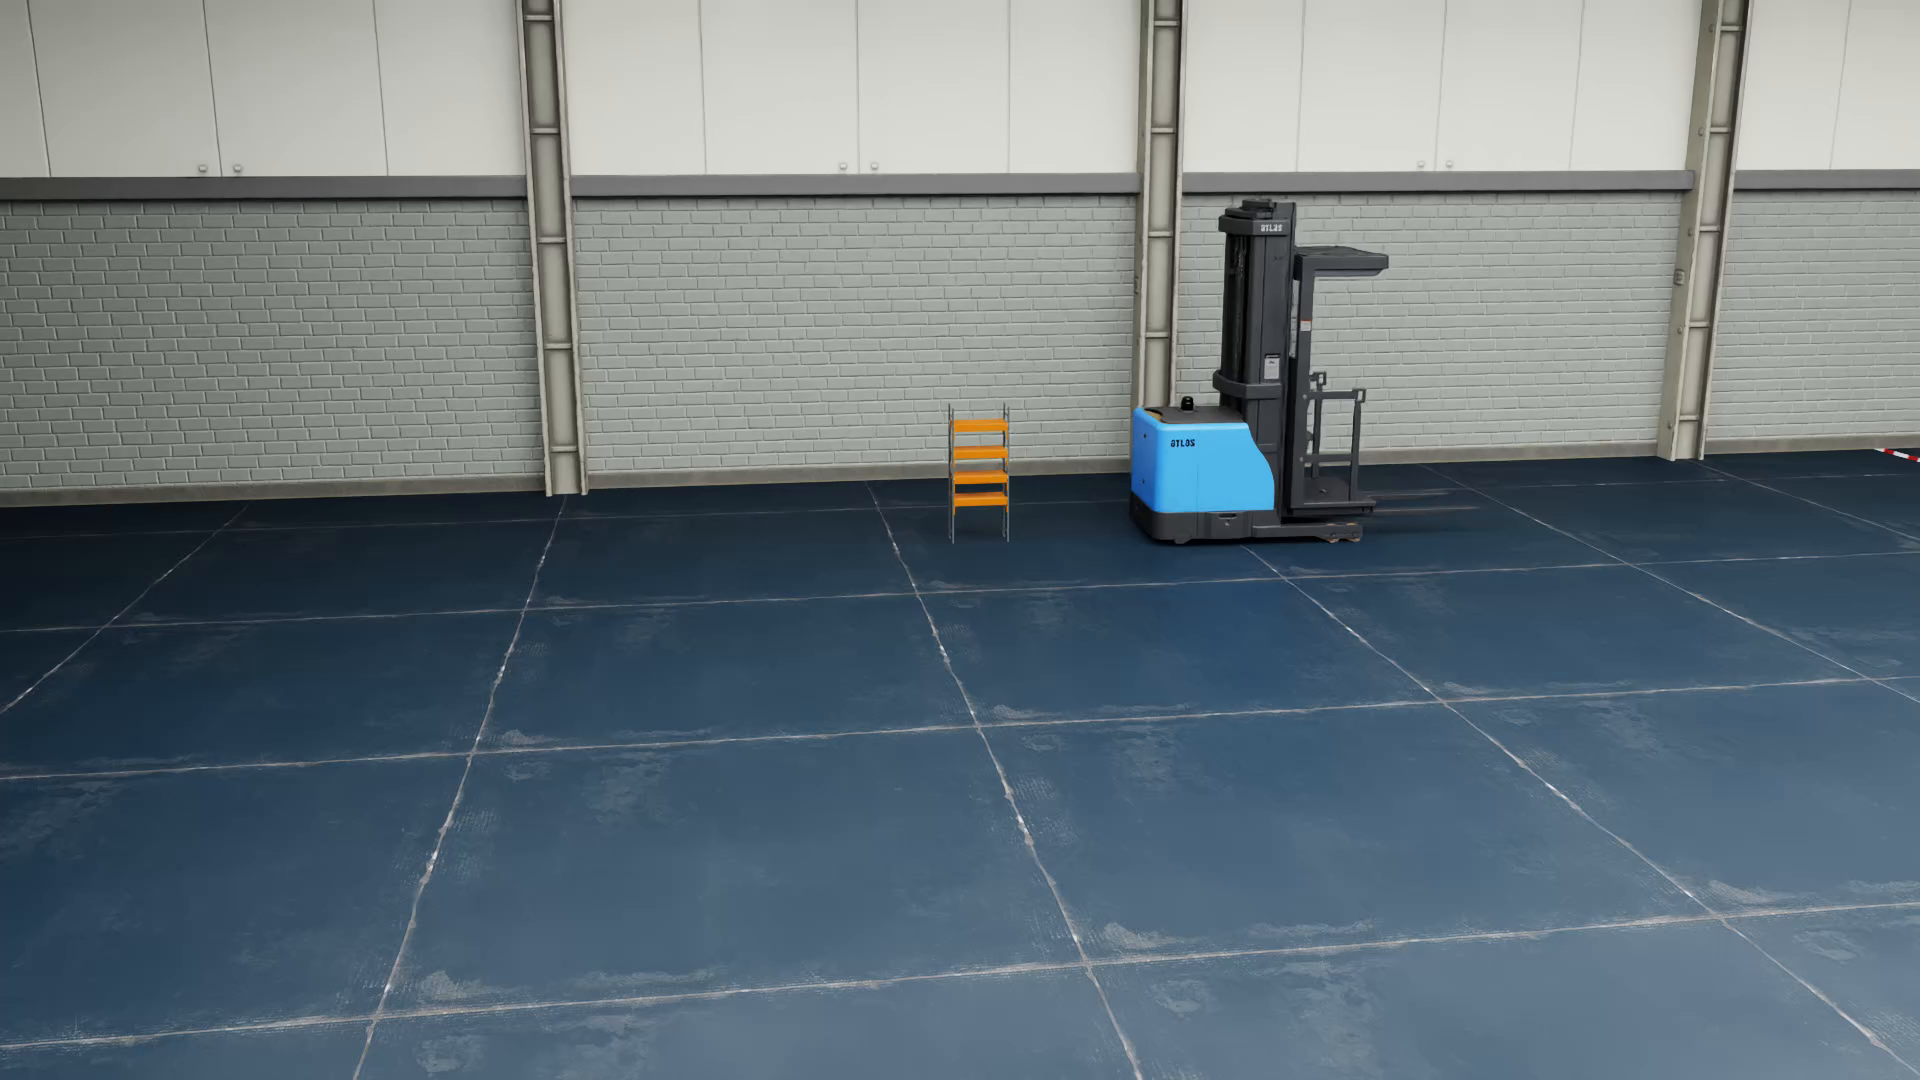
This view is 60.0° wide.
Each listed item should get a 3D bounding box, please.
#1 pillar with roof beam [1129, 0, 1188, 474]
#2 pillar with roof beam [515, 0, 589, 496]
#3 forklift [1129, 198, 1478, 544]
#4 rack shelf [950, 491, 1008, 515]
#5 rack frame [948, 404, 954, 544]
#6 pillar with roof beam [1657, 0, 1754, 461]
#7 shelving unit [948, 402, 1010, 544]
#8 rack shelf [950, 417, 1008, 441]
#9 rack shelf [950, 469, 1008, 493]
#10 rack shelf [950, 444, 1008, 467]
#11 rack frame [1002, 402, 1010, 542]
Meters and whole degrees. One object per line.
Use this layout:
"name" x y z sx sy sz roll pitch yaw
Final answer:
"pillar with roof beam" 2.650 -4.024 12.269 0.400 9.000 9.100 -2 14 -8
"pillar with roof beam" -3.283 -3.807 11.402 0.400 9.000 9.100 -2 14 -8
"forklift" 3.119 -1.525 14.776 3.031 2.935 1.130 -2 14 -7
"rack shelf" 0.164 -0.330 14.664 0.480 0.148 0.258 -2 14 -8
"rack frame" -0.078 -0.579 14.565 0.015 1.200 0.240 -2 14 -8
"pillar with roof beam" 8.583 -4.242 13.136 0.400 9.000 9.100 -2 14 -8
"shelving unit" 0.164 -0.588 14.600 0.503 1.200 0.258 -2 14 -8
"rack shelf" 0.164 -0.969 14.504 0.480 0.148 0.258 -2 14 -8
"rack shelf" 0.164 -0.523 14.616 0.480 0.148 0.258 -2 14 -8
"rack shelf" 0.164 -0.740 14.562 0.480 0.148 0.258 -2 14 -8
"rack frame" 0.405 -0.597 14.635 0.015 1.200 0.240 -2 14 -8
